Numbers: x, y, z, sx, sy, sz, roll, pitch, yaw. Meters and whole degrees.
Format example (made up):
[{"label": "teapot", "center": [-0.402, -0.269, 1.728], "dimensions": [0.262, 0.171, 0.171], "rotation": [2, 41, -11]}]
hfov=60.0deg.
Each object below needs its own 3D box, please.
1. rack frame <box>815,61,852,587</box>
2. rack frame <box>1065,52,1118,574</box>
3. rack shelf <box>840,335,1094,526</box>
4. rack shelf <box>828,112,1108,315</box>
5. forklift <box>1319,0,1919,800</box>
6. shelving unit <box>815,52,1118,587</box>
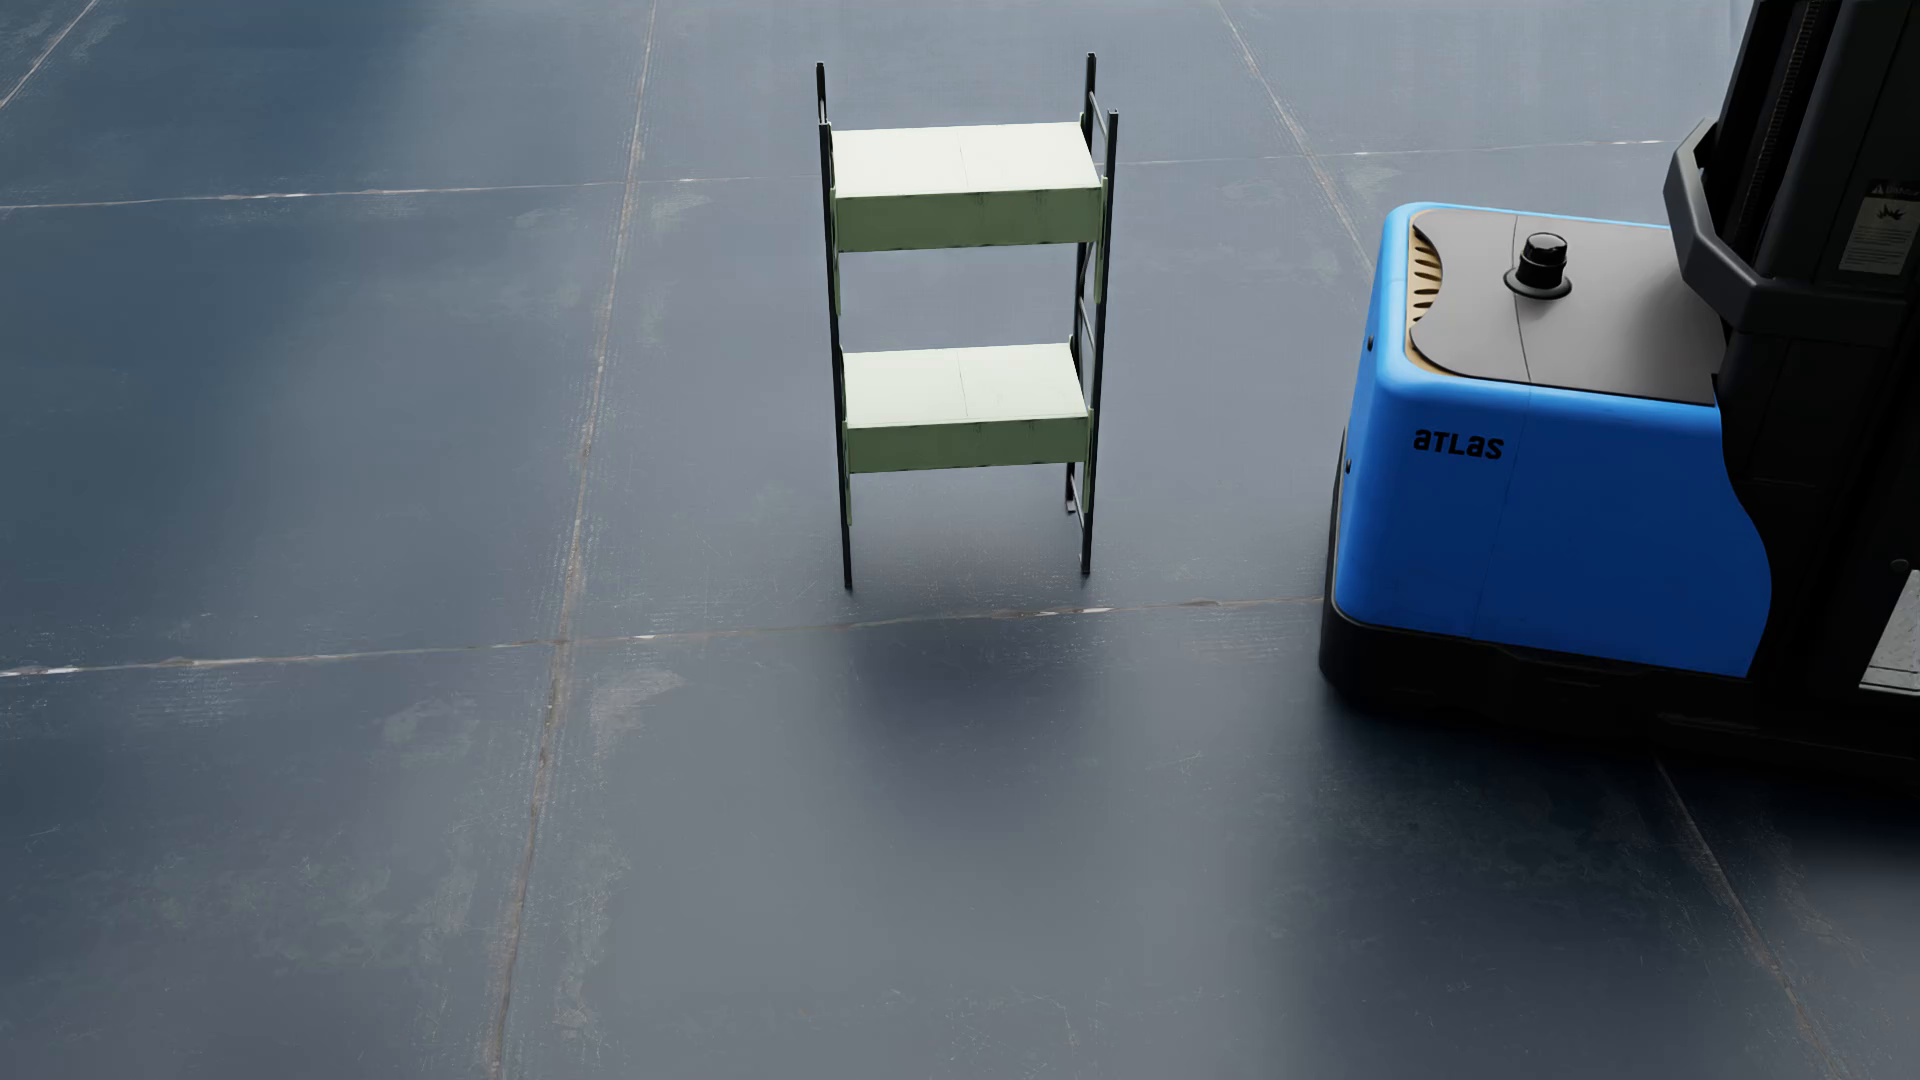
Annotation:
[{"label": "rack frame", "center": [-0.358, -0.569, 4.760], "dimensions": [0.023, 1.500, 0.400], "rotation": [-3, 38, -4]}, {"label": "rack frame", "center": [0.371, -0.609, 4.811], "dimensions": [0.023, 1.500, 0.400], "rotation": [-3, 38, -4]}, {"label": "rack shelf", "center": [0.007, -0.333, 4.988], "dimensions": [0.720, 0.370, 0.431], "rotation": [-3, 38, -4]}, {"label": "rack shelf", "center": [0.007, -0.896, 4.544], "dimensions": [0.720, 0.370, 0.431], "rotation": [-3, 38, -4]}, {"label": "forklift", "center": [2.584, -0.795, 3.891], "dimensions": [3.031, 2.935, 1.130], "rotation": [8, 39, 10]}, {"label": "shelving unit", "center": [0.007, -0.589, 4.786], "dimensions": [0.755, 1.500, 0.431], "rotation": [-3, 38, -4]}]
